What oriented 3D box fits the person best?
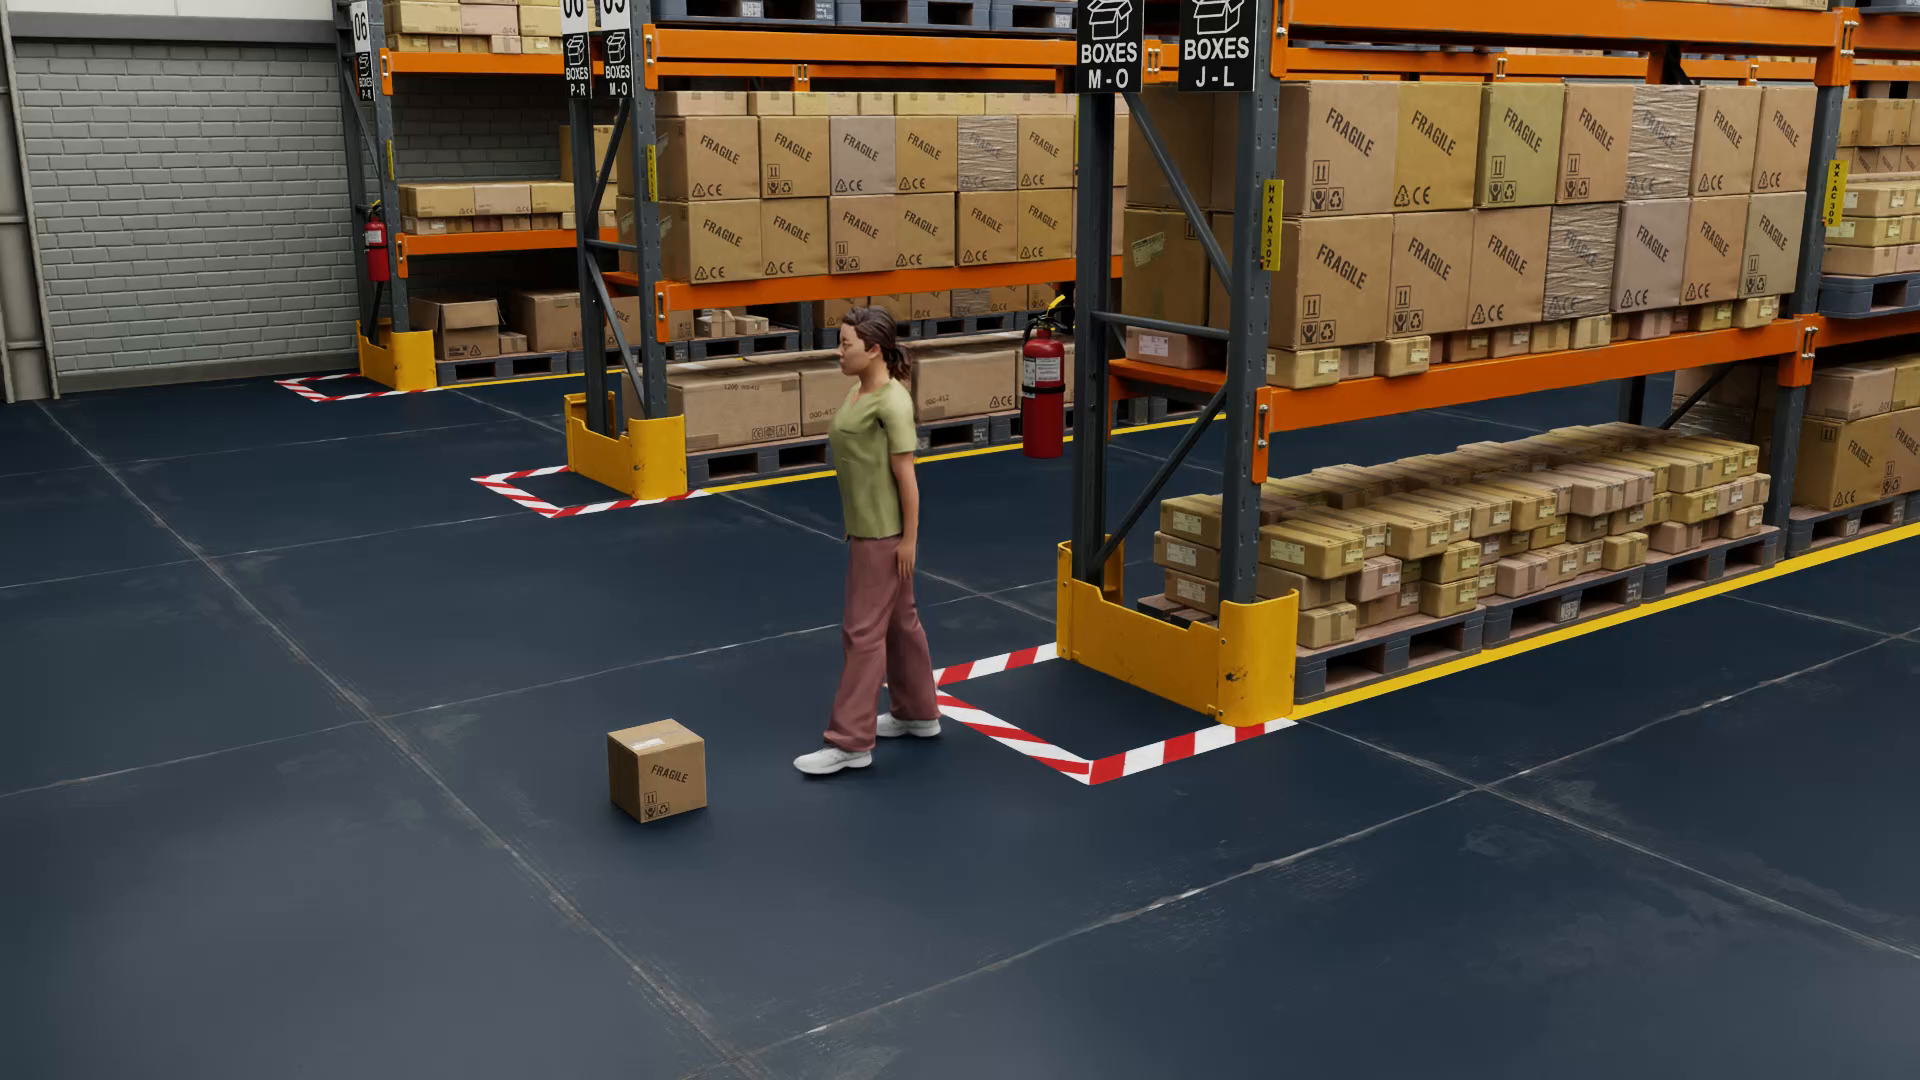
[{"bbox_3d":[-0.357,-0.021,6.068,0.620,1.662,0.484,-4,15,-15],"label":"person"}]
